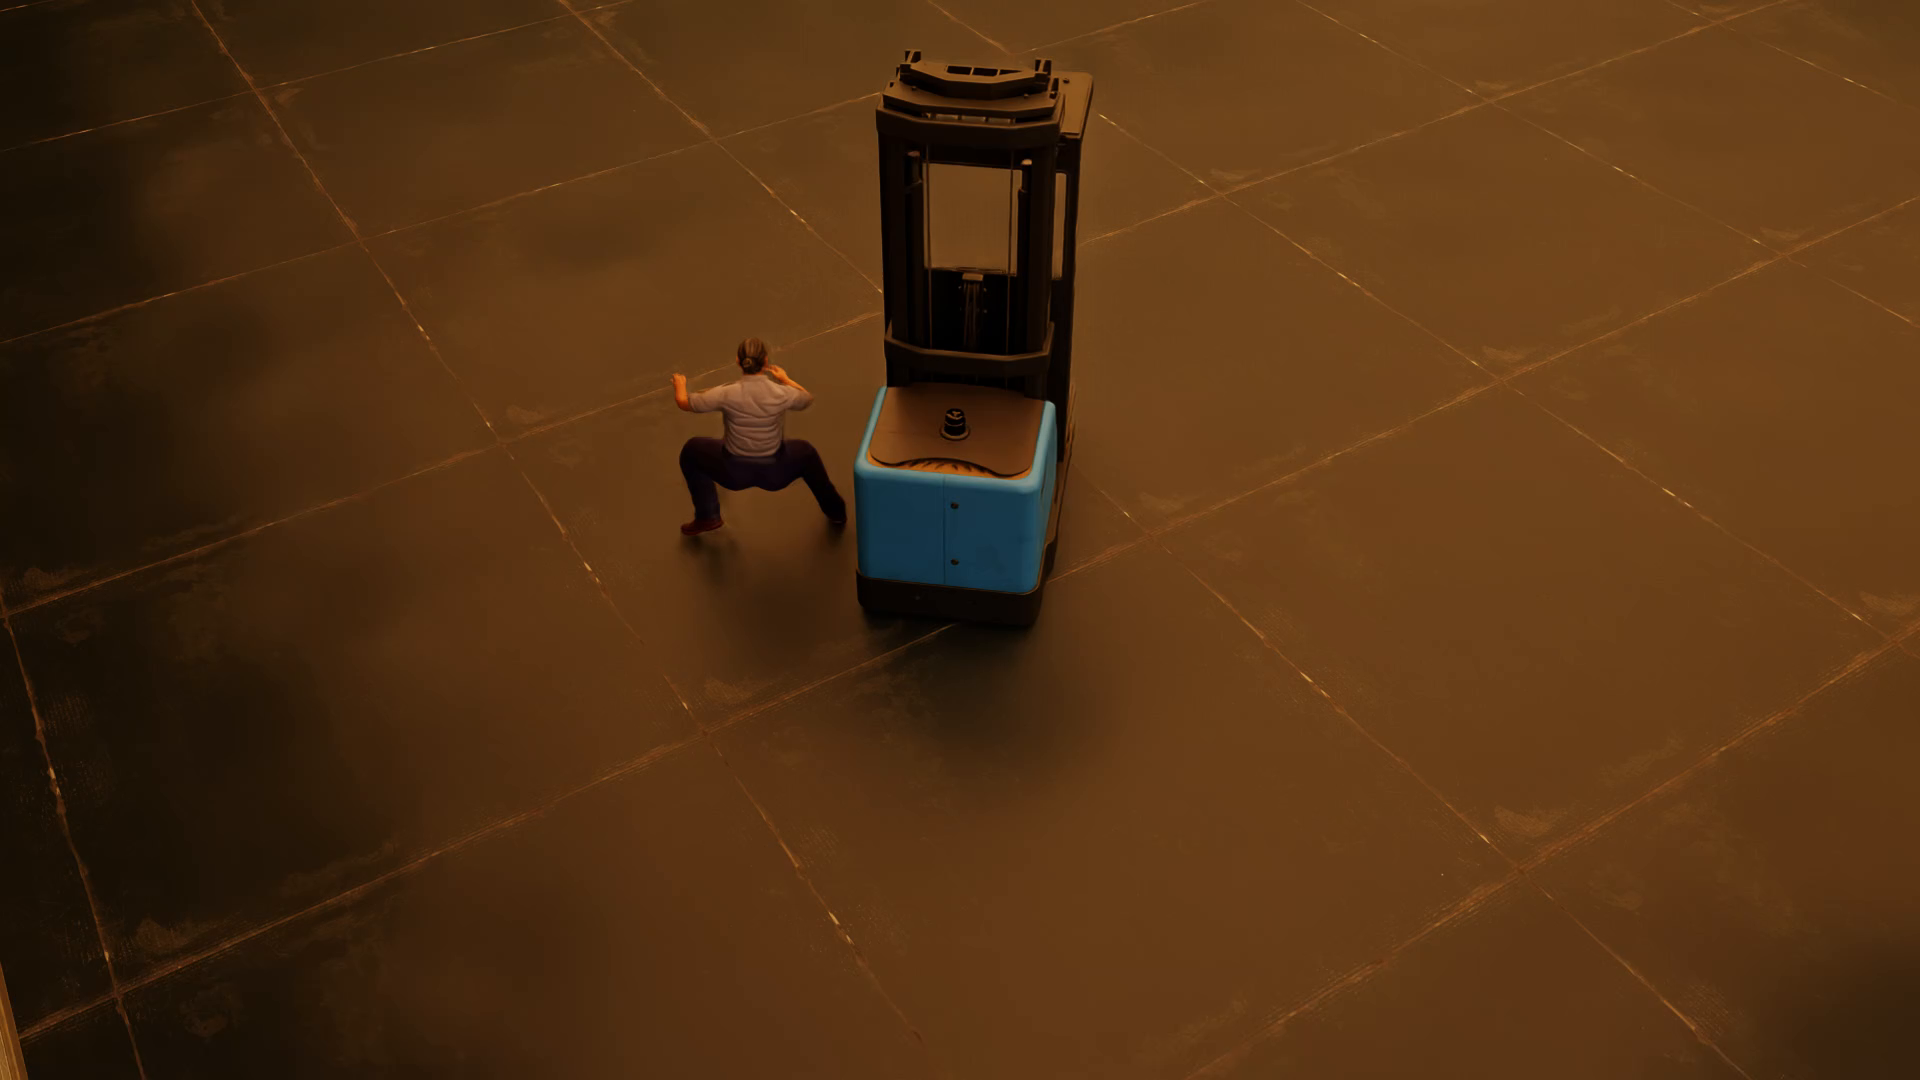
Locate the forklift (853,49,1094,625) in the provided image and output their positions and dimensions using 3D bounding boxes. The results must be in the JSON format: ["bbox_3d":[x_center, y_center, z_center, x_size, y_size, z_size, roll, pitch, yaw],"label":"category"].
[{"bbox_3d":[0.143,-1.592,9.692,1.130,2.935,3.031,6,41,7],"label":"forklift"}]

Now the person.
[{"bbox_3d":[-1.196,-0.622,9.713,1.009,1.397,0.694,-3,41,-3],"label":"person"}]
